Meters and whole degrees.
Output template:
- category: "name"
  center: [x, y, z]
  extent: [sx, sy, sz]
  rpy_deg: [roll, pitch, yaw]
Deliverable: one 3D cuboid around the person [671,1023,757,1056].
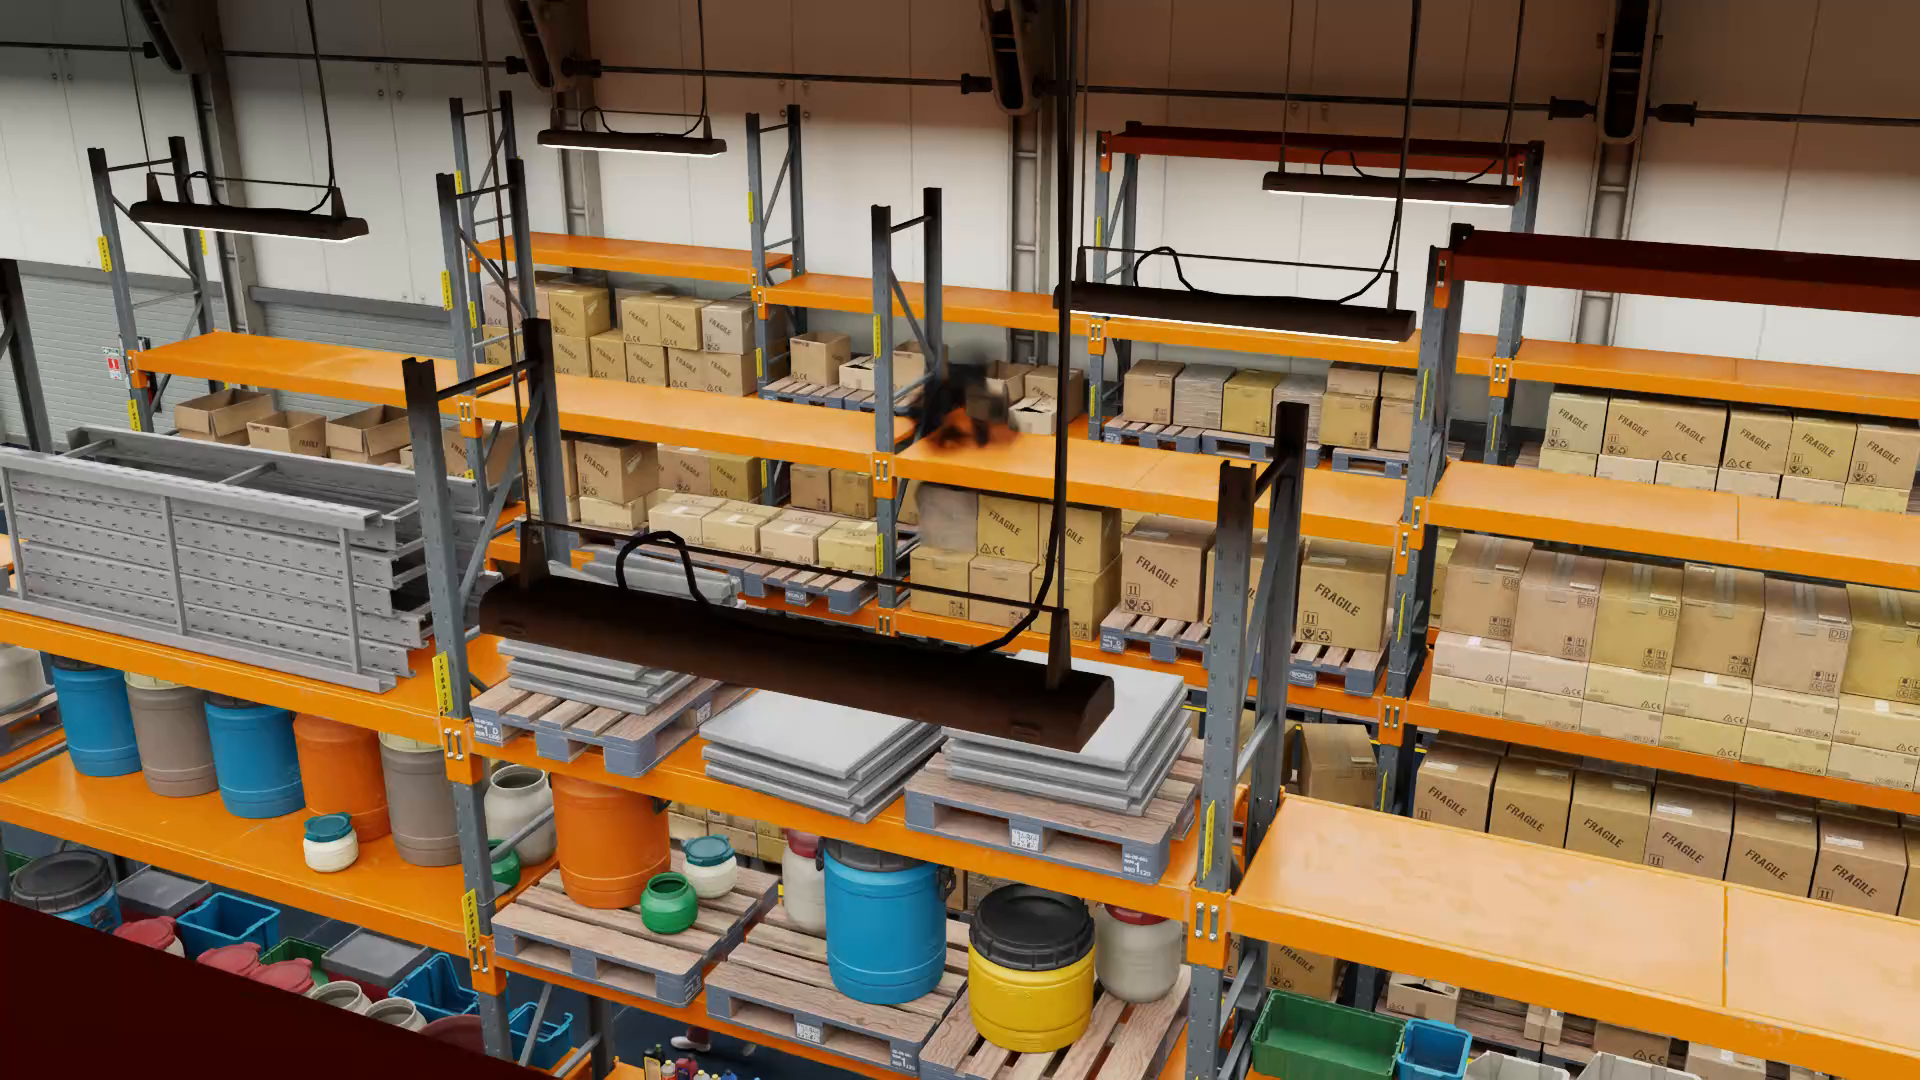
- category: "person"
  center: [-1.783, 3.074, 12.170]
  extent: [0.802, 1.635, 0.589]
  rpy_deg: [5, 21, 13]
